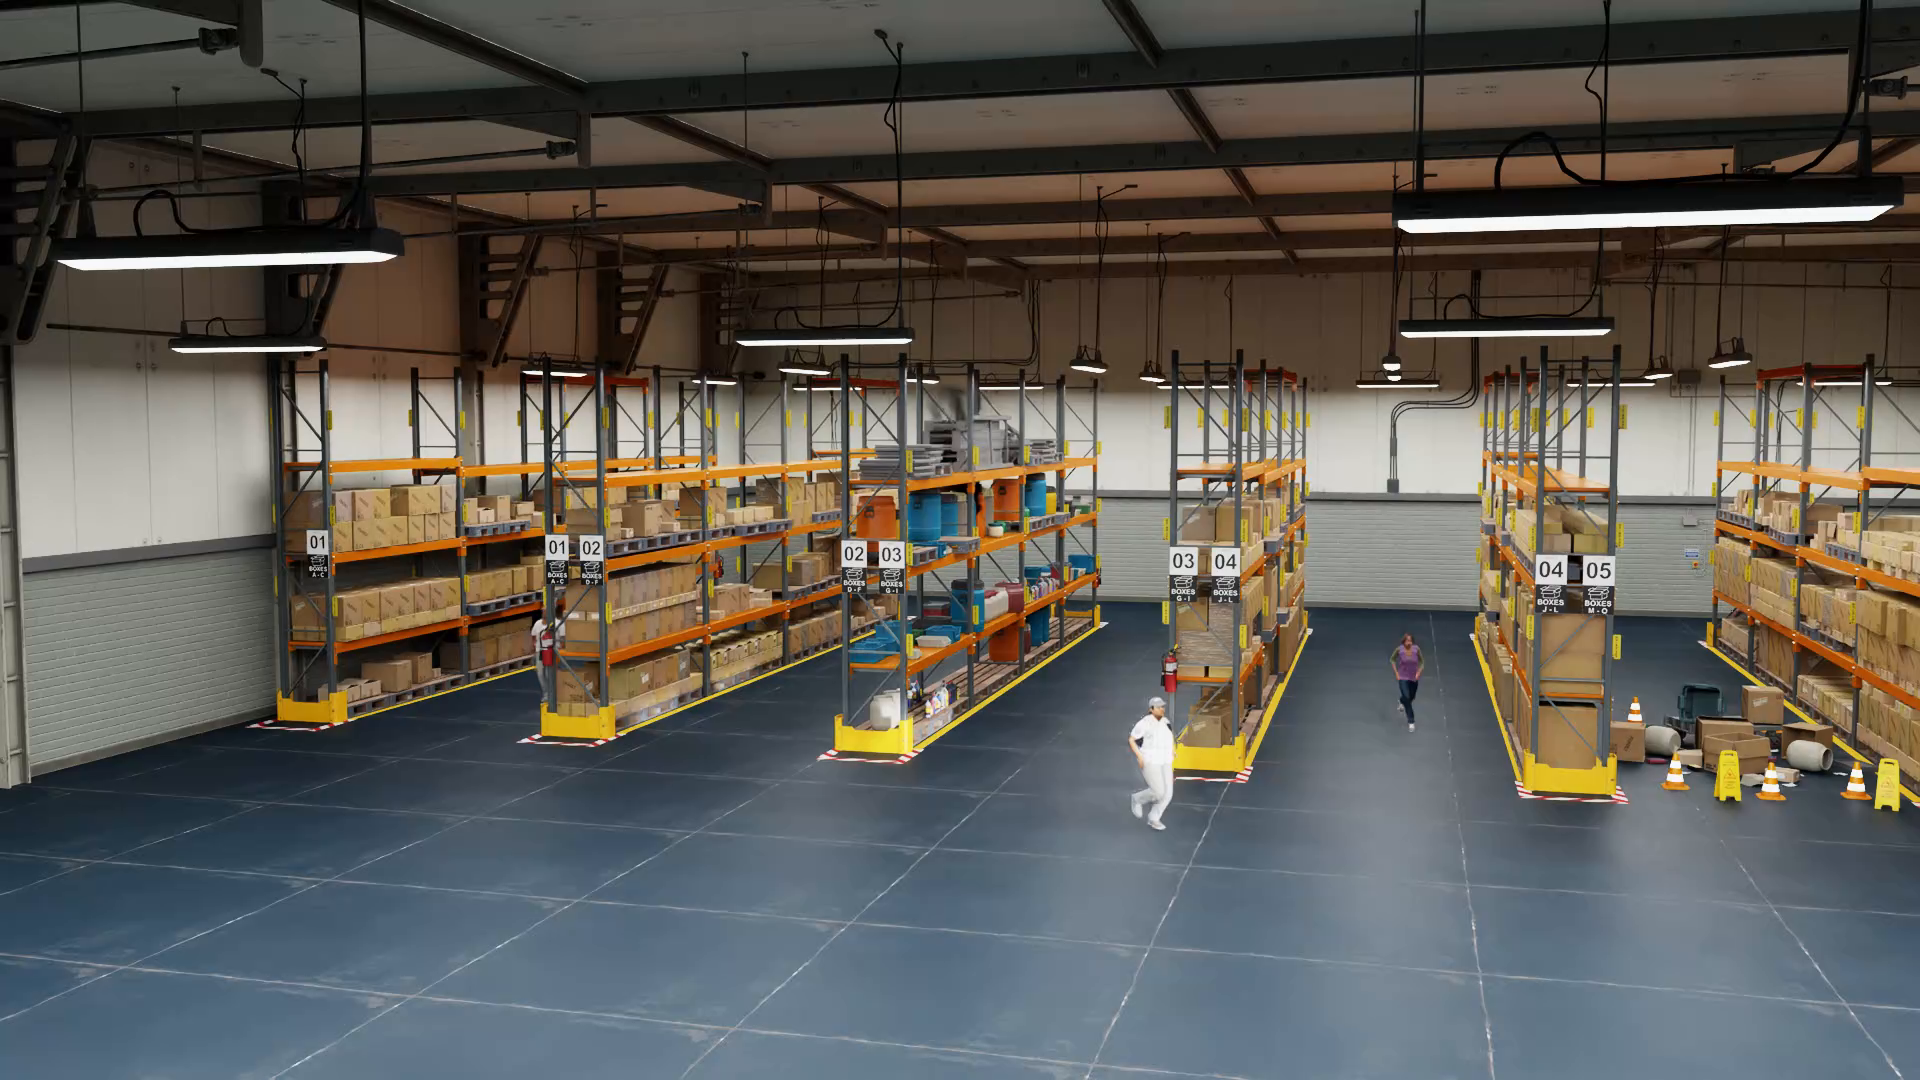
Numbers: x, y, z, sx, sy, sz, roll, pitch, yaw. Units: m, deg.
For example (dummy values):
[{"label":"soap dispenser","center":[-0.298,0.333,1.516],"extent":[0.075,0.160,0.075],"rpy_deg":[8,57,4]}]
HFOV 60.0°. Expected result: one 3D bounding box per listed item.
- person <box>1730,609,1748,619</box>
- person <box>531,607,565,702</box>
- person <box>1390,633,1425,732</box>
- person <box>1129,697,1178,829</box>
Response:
[{"label":"person","center":[17.781,1.468,37.578],"extent":[0.711,1.711,0.545],"rpy_deg":[1,4,9]},{"label":"person","center":[-7.374,2.010,29.787],"extent":[0.702,1.723,0.598],"rpy_deg":[1,4,9]},{"label":"person","center":[7.283,2.283,27.136],"extent":[0.536,1.587,0.943],"rpy_deg":[0,4,2]},{"label":"person","center":[2.412,2.736,20.435],"extent":[0.620,1.622,0.554],"rpy_deg":[-3,5,-35]}]
